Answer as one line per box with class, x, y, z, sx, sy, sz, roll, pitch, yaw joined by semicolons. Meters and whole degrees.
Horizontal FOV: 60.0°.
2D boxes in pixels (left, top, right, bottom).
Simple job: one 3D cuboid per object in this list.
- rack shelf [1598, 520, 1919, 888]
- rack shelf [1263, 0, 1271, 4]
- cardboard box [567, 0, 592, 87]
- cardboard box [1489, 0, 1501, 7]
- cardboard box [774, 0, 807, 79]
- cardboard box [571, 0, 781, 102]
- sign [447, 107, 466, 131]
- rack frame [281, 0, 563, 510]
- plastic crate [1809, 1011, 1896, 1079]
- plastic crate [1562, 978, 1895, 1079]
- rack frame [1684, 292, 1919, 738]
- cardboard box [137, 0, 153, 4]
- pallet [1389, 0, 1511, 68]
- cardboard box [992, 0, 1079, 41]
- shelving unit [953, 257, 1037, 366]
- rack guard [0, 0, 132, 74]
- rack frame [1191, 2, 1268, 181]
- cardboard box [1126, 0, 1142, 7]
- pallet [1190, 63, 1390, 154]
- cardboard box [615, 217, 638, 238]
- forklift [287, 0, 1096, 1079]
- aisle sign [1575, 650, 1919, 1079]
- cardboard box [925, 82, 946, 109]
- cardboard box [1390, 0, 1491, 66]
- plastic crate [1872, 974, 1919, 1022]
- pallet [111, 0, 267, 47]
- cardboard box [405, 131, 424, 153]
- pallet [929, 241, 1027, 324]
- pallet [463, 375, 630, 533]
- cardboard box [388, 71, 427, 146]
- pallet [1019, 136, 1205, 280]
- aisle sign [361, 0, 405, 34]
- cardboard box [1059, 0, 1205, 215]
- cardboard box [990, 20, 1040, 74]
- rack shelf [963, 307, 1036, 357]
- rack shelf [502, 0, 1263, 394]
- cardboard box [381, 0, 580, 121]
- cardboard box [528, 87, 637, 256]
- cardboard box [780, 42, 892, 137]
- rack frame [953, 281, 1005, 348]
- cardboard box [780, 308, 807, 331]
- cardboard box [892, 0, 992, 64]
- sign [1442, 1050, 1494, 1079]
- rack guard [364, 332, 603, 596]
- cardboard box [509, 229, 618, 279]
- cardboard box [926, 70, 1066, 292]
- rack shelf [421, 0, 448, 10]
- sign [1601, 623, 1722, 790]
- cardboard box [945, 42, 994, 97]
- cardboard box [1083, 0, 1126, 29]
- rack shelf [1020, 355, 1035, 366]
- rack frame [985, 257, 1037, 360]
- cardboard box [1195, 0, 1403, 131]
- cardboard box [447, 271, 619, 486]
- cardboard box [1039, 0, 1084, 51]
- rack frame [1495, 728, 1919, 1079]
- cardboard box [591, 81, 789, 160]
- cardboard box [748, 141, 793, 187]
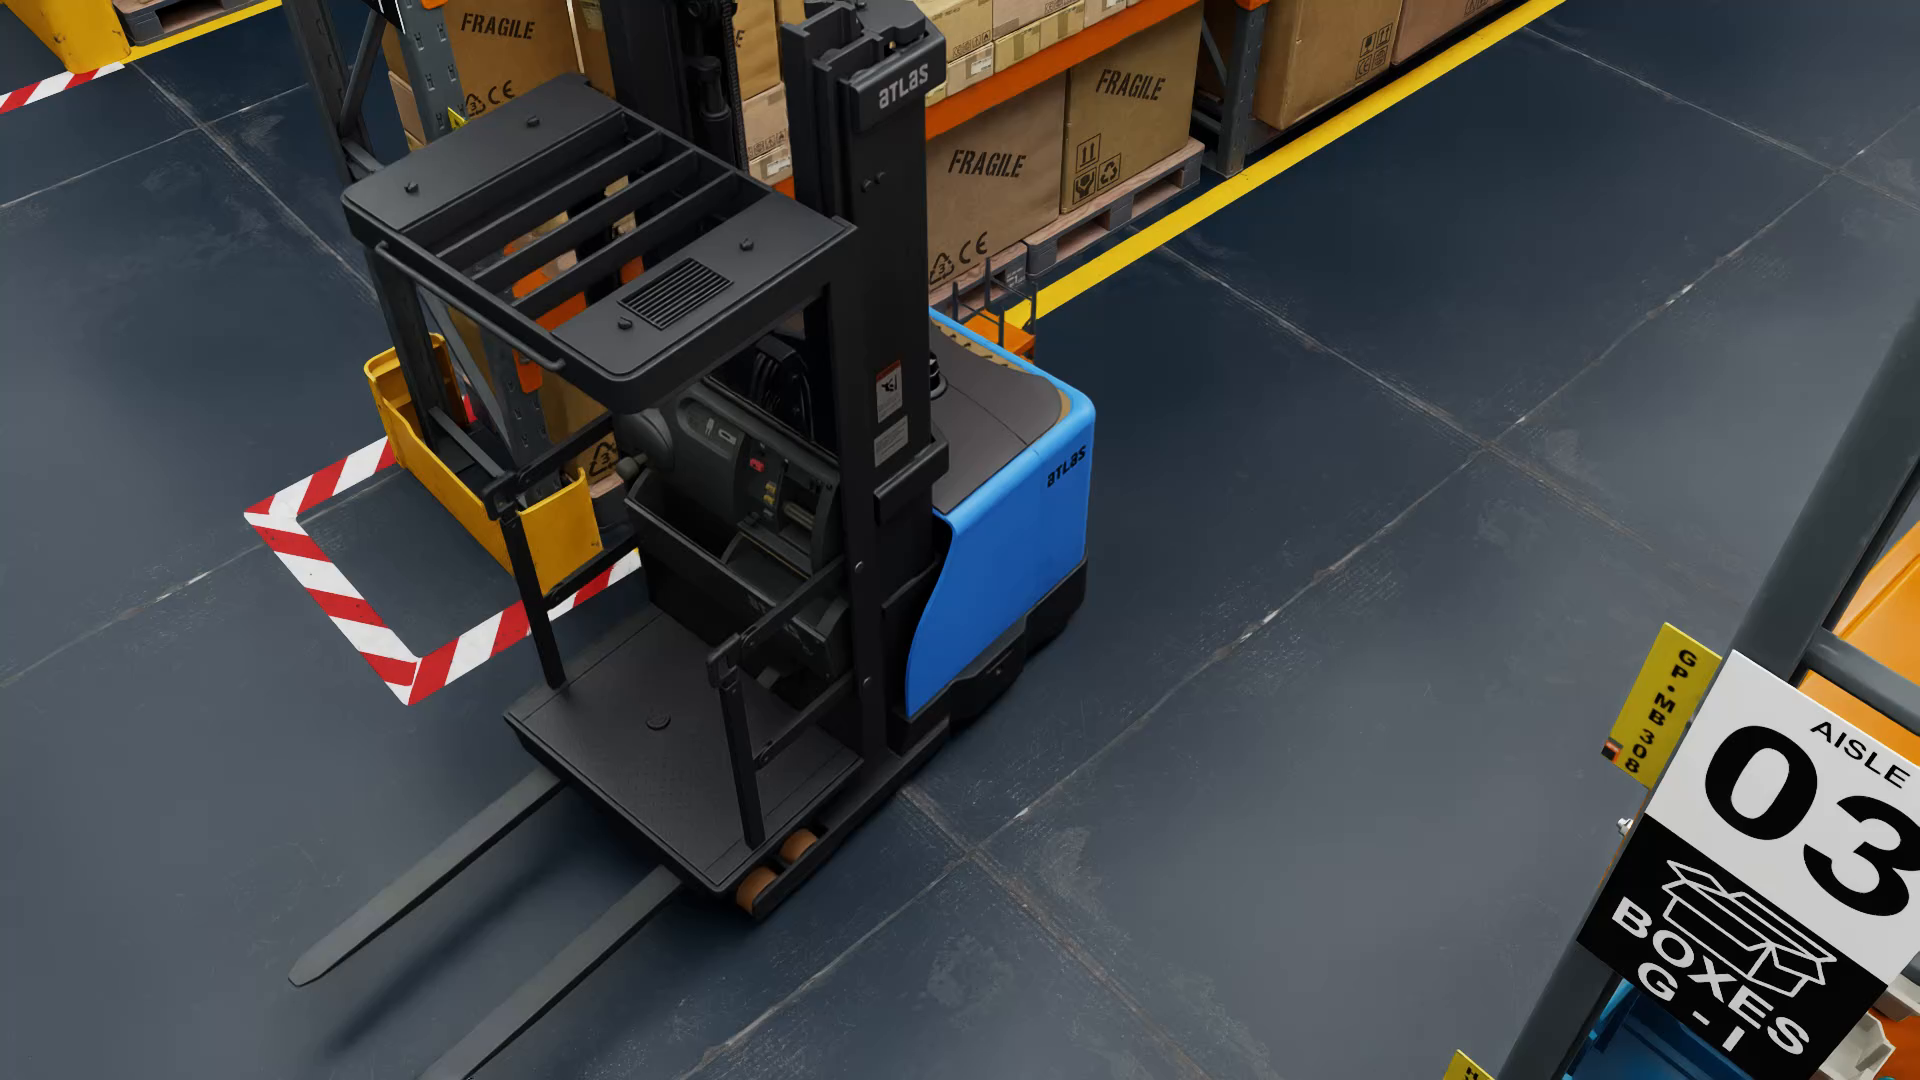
rack shelf;2.916;-0.233;3.372;4.000;0.370;1.077;-34;56;-27
rack shelf;2.544;-3.887;8.785;4.000;0.370;1.077;-34;56;-27
cardboard box;-1.340;-1.848;6.314;0.500;0.250;0.500;-35;56;-28
cardboard box;2.834;-3.775;9.352;0.875;0.875;1.225;-34;56;-27
cardboard box;-0.610;-2.066;6.004;0.500;0.500;0.500;-35;56;-28
cardboard box;-0.989;-1.806;5.765;0.500;0.500;0.500;-35;56;-28
sign;-1.527;-1.180;5.155;0.005;0.325;0.100;-34;56;-27
rack frame;-1.896;-1.164;5.783;0.127;3.000;1.000;-34;56;-27
plastic crate;1.918;1.097;3.836;0.243;0.136;0.396;-34;56;-27
plastic crate;1.558;1.230;3.509;0.499;0.435;0.616;-34;56;-27
rack frame;1.436;-0.505;1.093;0.127;3.000;1.000;-34;56;-27
cardboard box;-4.555;-3.172;9.290;0.250;0.149;0.380;-33;55;-26
pallet;2.487;-3.225;9.582;1.213;0.211;1.003;-34;56;-27
cardboard box;0.155;-2.321;6.750;0.500;0.250;0.500;-33;55;-26
shelving unit;0.125;-0.517;6.410;0.258;1.200;0.189;33;55;26
rack guard;-5.101;-3.101;9.271;0.348;0.500;1.175;-34;56;-27
rack frame;1.064;-3.142;7.608;0.127;3.000;1.000;-34;56;-27
cardboard box;0.678;-2.473;7.162;0.250;0.149;0.380;-35;56;-28
pallet;1.584;-2.619;9.023;1.213;0.211;1.003;-34;56;-27
cardboard box;-1.222;-1.203;5.990;0.250;0.149;0.380;-35;56;-28
forklift;-0.859;-0.161;4.904;1.130;2.935;3.031;33;55;26
aisle sign;1.186;0.524;2.457;0.004;0.787;0.394;-34;56;-27
cardboard box;-0.274;-1.836;6.574;0.250;0.149;0.380;-35;56;-28
cardboard box;2.184;-3.333;8.945;0.875;0.875;1.225;-36;57;-28
plastic crate;2.142;0.961;3.961;0.243;0.136;0.396;-34;56;-27
pallet;-4.477;-3.386;9.730;1.213;0.211;1.003;-34;56;-27
cardboard box;-1.854;-1.434;6.203;0.250;0.149;0.380;-33;55;-27
pallet;-0.454;-1.256;7.766;1.213;0.211;1.003;-34;56;-27
pallet;-1.357;-0.656;7.212;1.213;0.211;1.003;-34;56;-27
cardboard box;-1.716;-1.598;6.083;0.500;0.250;0.500;-35;56;-28
pallet;0.449;-1.863;8.325;1.213;0.211;1.003;-34;56;-27
aisle sign;-1.747;-1.847;4.644;0.004;0.787;0.394;-34;56;-27
cardboard box;0.522;-2.281;7.973;0.875;0.875;0.875;-34;56;-27
cardboard box;0.108;-2.092;6.810;0.250;0.149;0.380;-35;56;-28
rack shelf;0.125;-0.731;6.179;0.258;0.103;0.180;33;55;26
rack shelf;-0.416;-1.909;6.960;4.000;0.370;1.077;-34;56;-27
cardboard box;-1.712;-1.852;5.807;0.500;0.500;0.500;-33;55;-27
cardboard box;-1.359;-1.305;5.812;0.500;0.250;0.500;-35;56;-28
cardboard box;-0.605;-1.812;6.280;0.500;0.250;0.500;-36;57;-28
rack frame;0.065;-0.466;6.364;0.240;1.200;0.006;33;55;26
cardboard box;-0.803;-1.396;7.157;0.875;0.875;0.875;-34;56;-27
cardboard box;-0.222;-2.072;6.521;0.500;0.250;0.500;-35;56;-28
sign;1.054;1.183;3.507;0.005;0.325;0.100;-34;56;-27
rack guard;-1.914;-0.305;6.691;0.348;0.500;1.175;-34;56;-27
cardboard box;-1.411;-1.075;5.872;0.250;0.149;0.380;-33;55;-27
cardboard box;-0.144;-1.836;7.563;0.875;0.875;0.875;-34;56;-27
rack shelf;-0.416;-2.926;5.857;4.000;0.370;1.077;-34;56;-27
sign;1.054;0.256;2.503;0.005;0.325;0.100;-34;56;-27
cardboard box;-0.081;-1.967;6.695;0.250;0.149;0.380;-33;55;-27
cardboard box;0.488;-2.346;7.045;0.250;0.149;0.380;-33;55;-27
rack shelf;0.125;-0.649;6.267;0.258;0.103;0.180;33;55;26
rack frame;0.185;-0.568;6.457;0.240;1.200;0.006;33;55;26
cardboard box;1.524;-2.891;8.536;0.875;0.875;1.225;-34;56;-27
cardboard box;-1.476;-0.946;6.742;0.875;0.875;0.875;-34;56;-27
cardboard box;0.297;-2.219;6.927;0.250;0.149;0.380;-33;55;-27
rack frame;1.436;1.529;3.298;0.127;3.000;1.000;-34;56;-27
cardboard box;-0.979;-1.565;6.053;0.500;0.250;0.500;-34;56;-28
cardboard box;-0.841;-1.459;6.226;0.250;0.149;0.380;-35;56;-28
